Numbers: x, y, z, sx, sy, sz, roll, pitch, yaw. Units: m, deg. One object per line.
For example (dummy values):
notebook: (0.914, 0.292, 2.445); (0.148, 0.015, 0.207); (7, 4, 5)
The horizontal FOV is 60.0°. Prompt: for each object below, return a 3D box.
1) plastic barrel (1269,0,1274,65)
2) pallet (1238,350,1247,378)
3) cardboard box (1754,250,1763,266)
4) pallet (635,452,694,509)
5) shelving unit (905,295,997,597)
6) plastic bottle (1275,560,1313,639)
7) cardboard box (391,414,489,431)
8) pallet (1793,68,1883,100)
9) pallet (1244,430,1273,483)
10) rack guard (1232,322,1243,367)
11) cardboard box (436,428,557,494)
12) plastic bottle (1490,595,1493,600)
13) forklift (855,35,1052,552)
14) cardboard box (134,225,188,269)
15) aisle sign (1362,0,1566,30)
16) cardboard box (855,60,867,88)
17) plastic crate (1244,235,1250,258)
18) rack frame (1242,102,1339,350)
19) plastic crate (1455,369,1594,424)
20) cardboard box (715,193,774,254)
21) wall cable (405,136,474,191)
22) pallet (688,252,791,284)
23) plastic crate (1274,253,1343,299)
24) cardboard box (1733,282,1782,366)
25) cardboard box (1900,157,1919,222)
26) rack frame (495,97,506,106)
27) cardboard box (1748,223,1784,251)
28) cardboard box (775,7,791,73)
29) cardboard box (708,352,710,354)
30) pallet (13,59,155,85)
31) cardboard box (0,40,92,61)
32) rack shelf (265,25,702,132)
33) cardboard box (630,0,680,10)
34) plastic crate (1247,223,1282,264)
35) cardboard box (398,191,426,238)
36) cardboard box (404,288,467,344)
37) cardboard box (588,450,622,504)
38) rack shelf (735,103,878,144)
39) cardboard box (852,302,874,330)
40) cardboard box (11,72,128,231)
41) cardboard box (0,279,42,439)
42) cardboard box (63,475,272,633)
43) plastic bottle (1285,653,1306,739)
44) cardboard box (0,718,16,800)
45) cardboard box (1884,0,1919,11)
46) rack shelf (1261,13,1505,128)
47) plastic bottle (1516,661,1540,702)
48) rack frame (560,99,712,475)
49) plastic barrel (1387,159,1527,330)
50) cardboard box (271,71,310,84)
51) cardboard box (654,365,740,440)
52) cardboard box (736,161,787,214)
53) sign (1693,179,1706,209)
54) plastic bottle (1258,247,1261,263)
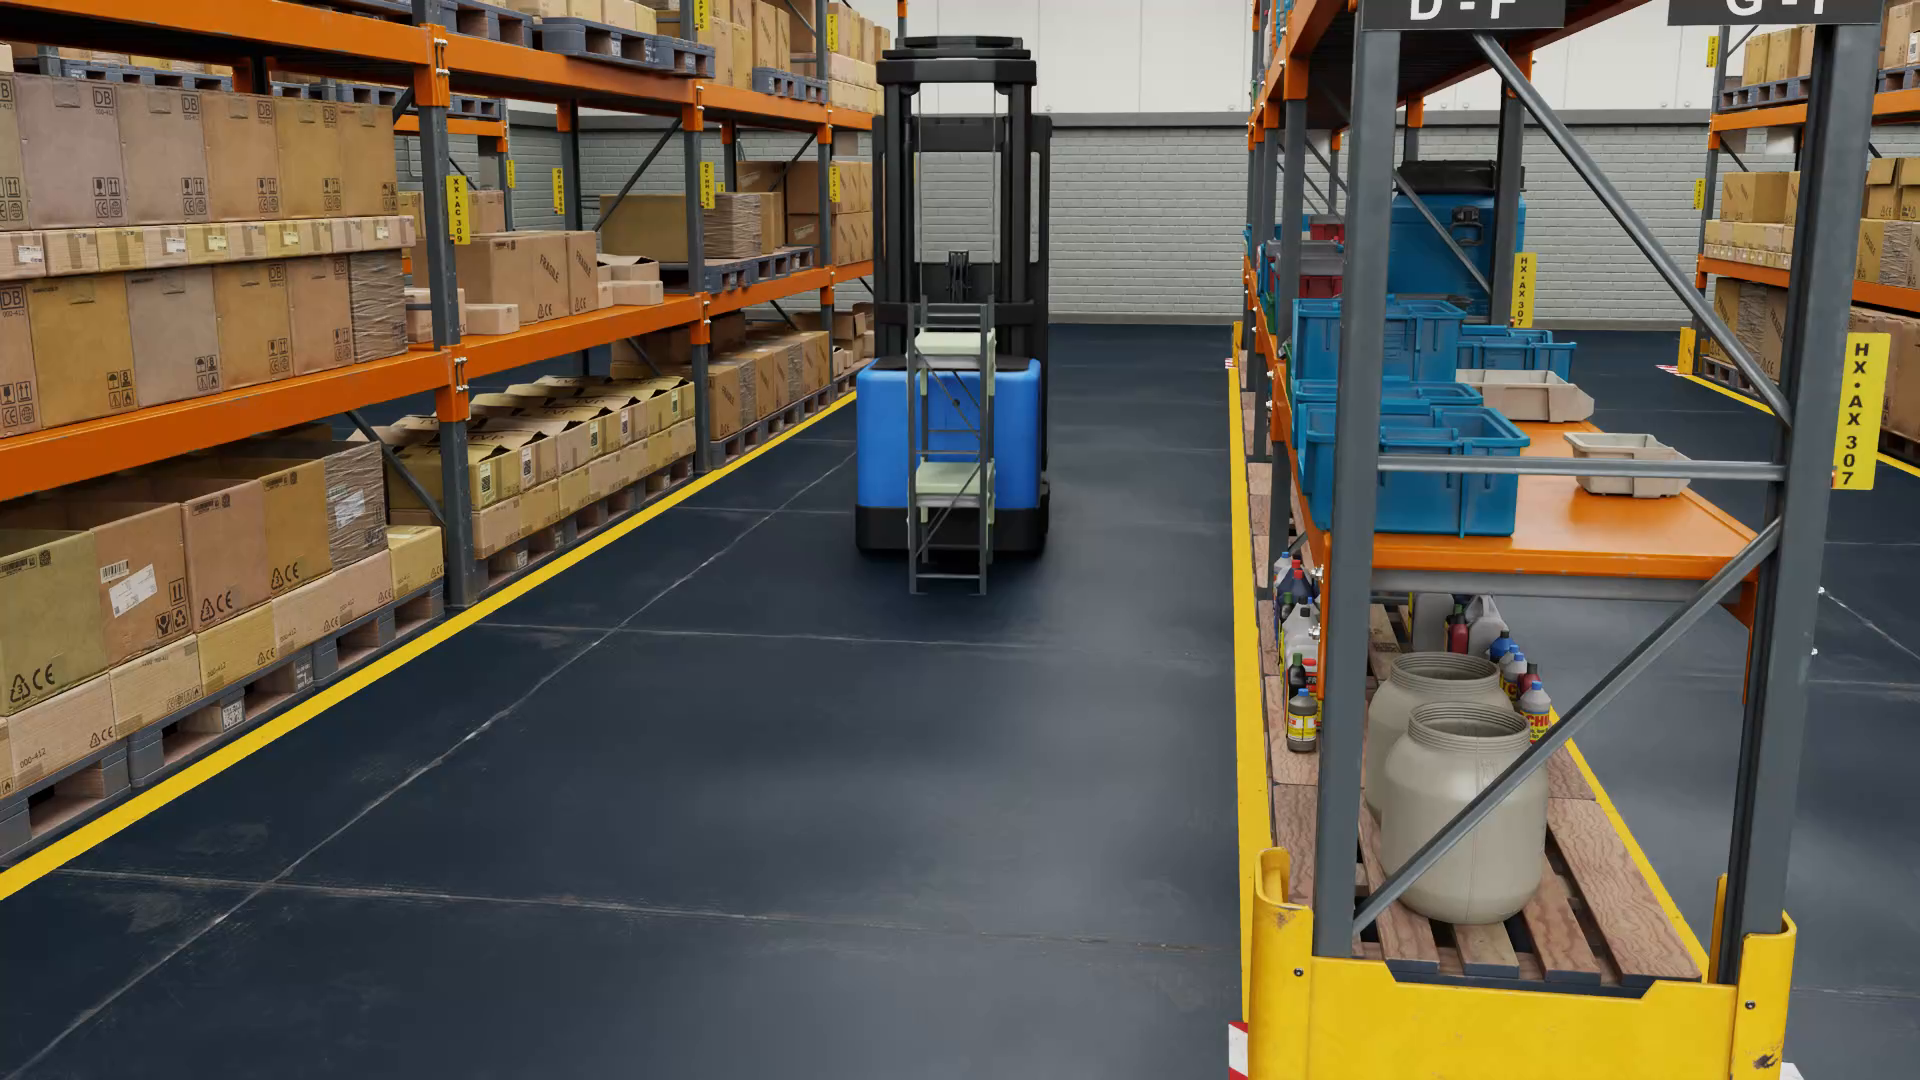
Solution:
plastic barrel: (2.205, -3.362, 10.166); (0.600, 0.901, 0.600); (0, 12, 0)
pallet: (3.611, -1.947, 18.525); (1.003, 0.211, 1.213); (2, 12, 9)
cardboard box: (8.016, -2.759, 16.271); (0.380, 0.149, 0.250); (2, 12, 10)
pallet: (-2.513, -0.443, 11.548); (1.003, 0.211, 1.213); (2, 12, 9)
shelving unit: (-0.038, -0.521, 8.851); (0.431, 1.500, 0.755); (1, 12, 4)
plastic bottle: (1.397, 0.252, 6.947); (0.144, 0.351, 0.185); (2, 12, 10)
cardboard box: (-3.031, -0.585, 9.785); (0.500, 0.311, 0.500); (2, 12, 8)
pallet: (8.192, -4.080, 14.896); (1.003, 0.211, 1.213); (2, 12, 9)
pallet: (2.626, -0.617, 12.357); (1.003, 0.211, 1.213); (2, 12, 9)
rack guard: (3.767, -2.264, 19.311); (1.175, 0.500, 0.348); (2, 12, 9)
cardboard box: (-2.571, -0.461, 9.210); (0.500, 0.311, 0.500); (2, 12, 8)
plastic bottle: (2.103, 0.349, 6.657); (0.061, 0.283, 0.133); (3, 12, 12)
forklift: (0.024, -1.624, 10.570); (1.130, 2.935, 3.031); (1, 12, 4)
cardboard box: (-3.068, -1.072, 6.068); (0.380, 0.149, 0.250); (2, 12, 9)
aisle sign: (1.011, -1.415, 3.269); (0.394, 0.787, 0.004); (2, 12, 9)
cardboard box: (-1.249, -4.747, 16.951); (0.500, 0.250, 0.500); (2, 12, 9)
plastic crate: (3.165, -3.050, 17.283); (0.416, 0.233, 0.300); (2, 12, 9)
rack frame: (3.777, -3.480, 19.022); (1.000, 3.000, 0.127); (2, 12, 9)
plastic crate: (1.932, -0.507, 5.853); (0.530, 0.136, 0.437); (2, 12, 9)
cardboard box: (-1.943, -2.693, 14.136); (0.700, 0.500, 0.500); (-1, 12, -6)
wall cable: (-6.750, -4.595, 21.784); (0.084, 1.984, 1.851); (2, 12, 9)
pallet: (-2.053, -2.287, 13.943); (1.003, 0.211, 1.213); (2, 12, 9)
plastic crate: (1.703, -1.124, 7.938); (0.402, 0.464, 0.583); (2, 12, 9)
cardboard box: (8.511, -2.161, 16.948); (0.875, 0.875, 0.875); (2, 12, 9)
cardboard box: (7.848, -2.751, 13.018); (0.797, 0.503, 0.637); (2, 12, 9)
rack frame: (-6.013, -6.734, 19.880); (1.000, 3.000, 0.127); (2, 12, 9)
cardboard box: (8.101, -2.979, 16.346); (0.500, 0.250, 0.500); (2, 12, 8)
cardboard box: (-1.883, -4.476, 15.050); (0.600, 0.600, 0.600); (1, 12, 3)
cardboard box: (-2.356, -1.279, 13.699); (0.500, 0.500, 0.500); (1, 12, 7)
pallet: (-7.196, -3.646, 13.118); (1.213, 0.211, 1.003); (2, 12, 11)
cardboard box: (-7.226, -3.967, 12.880); (0.700, 0.500, 0.500); (1, 12, 4)
rack shelf: (-2.655, -2.675, 9.871); (1.077, 0.370, 4.000); (2, 12, 9)
cardboard box: (-2.274, -4.071, 12.032); (0.500, 0.500, 0.500); (2, 12, 9)
plastic crate: (2.896, -2.777, 15.656); (0.392, 0.384, 0.575); (2, 12, 9)
cardboard box: (-6.308, -3.531, 18.547); (0.980, 0.700, 0.700); (1, 12, 6)
cardboard box: (-2.930, -1.174, 8.678); (0.500, 0.250, 0.500); (3, 12, 12)
cardboard box: (-2.420, -0.401, 10.263); (0.500, 0.250, 0.500); (2, 12, 10)
rack shelf: (-1.425, -4.340, 17.599); (1.077, 0.370, 4.000); (2, 12, 9)
cardboard box: (-0.957, -2.513, 19.425); (0.500, 0.500, 0.500); (2, 12, 9)
cardboard box: (-3.333, -1.316, 5.665); (0.700, 0.500, 0.500); (2, 12, 9)
cardboard box: (-3.417, -0.566, 5.262); (0.700, 0.500, 0.500); (2, 12, 10)
cardboard box: (-3.042, 0.045, 6.415); (0.500, 0.500, 0.500); (2, 12, 9)
plastic bottle: (1.165, 0.542, 5.763); (0.061, 0.283, 0.133); (2, 12, 10)
cardboard box: (-3.276, 0.724, 5.046); (0.500, 0.250, 0.500); (2, 12, 9)
cardboard box: (8.207, -4.819, 14.861); (0.500, 0.250, 0.500); (1, 12, 5)
rack shelf: (2.239, -2.513, 9.123); (1.077, 0.370, 4.000); (2, 12, 9)
plastic bottle: (1.956, 0.549, 5.728); (0.061, 0.283, 0.133); (2, 12, 10)
rack frame: (-2.348, -1.976, 12.043); (1.000, 3.000, 0.127); (2, 12, 9)
plastic barrel: (2.290, -1.298, 7.706); (0.600, 0.901, 0.708); (2, 12, 9)
cardboard box: (-6.754, -4.766, 16.989); (0.500, 0.250, 0.500); (2, 12, 9)
cardboard box: (-1.995, -1.055, 12.657); (0.500, 0.500, 0.500); (2, 12, 11)
cardboard box: (-1.910, -3.460, 16.318); (0.500, 0.500, 0.500); (2, 12, 9)
sign: (8.123, -3.801, 18.267); (0.100, 0.325, 0.005); (2, 12, 9)
plastic bottle: (2.547, -2.343, 14.023); (0.061, 0.283, 0.133); (2, 12, 9)
